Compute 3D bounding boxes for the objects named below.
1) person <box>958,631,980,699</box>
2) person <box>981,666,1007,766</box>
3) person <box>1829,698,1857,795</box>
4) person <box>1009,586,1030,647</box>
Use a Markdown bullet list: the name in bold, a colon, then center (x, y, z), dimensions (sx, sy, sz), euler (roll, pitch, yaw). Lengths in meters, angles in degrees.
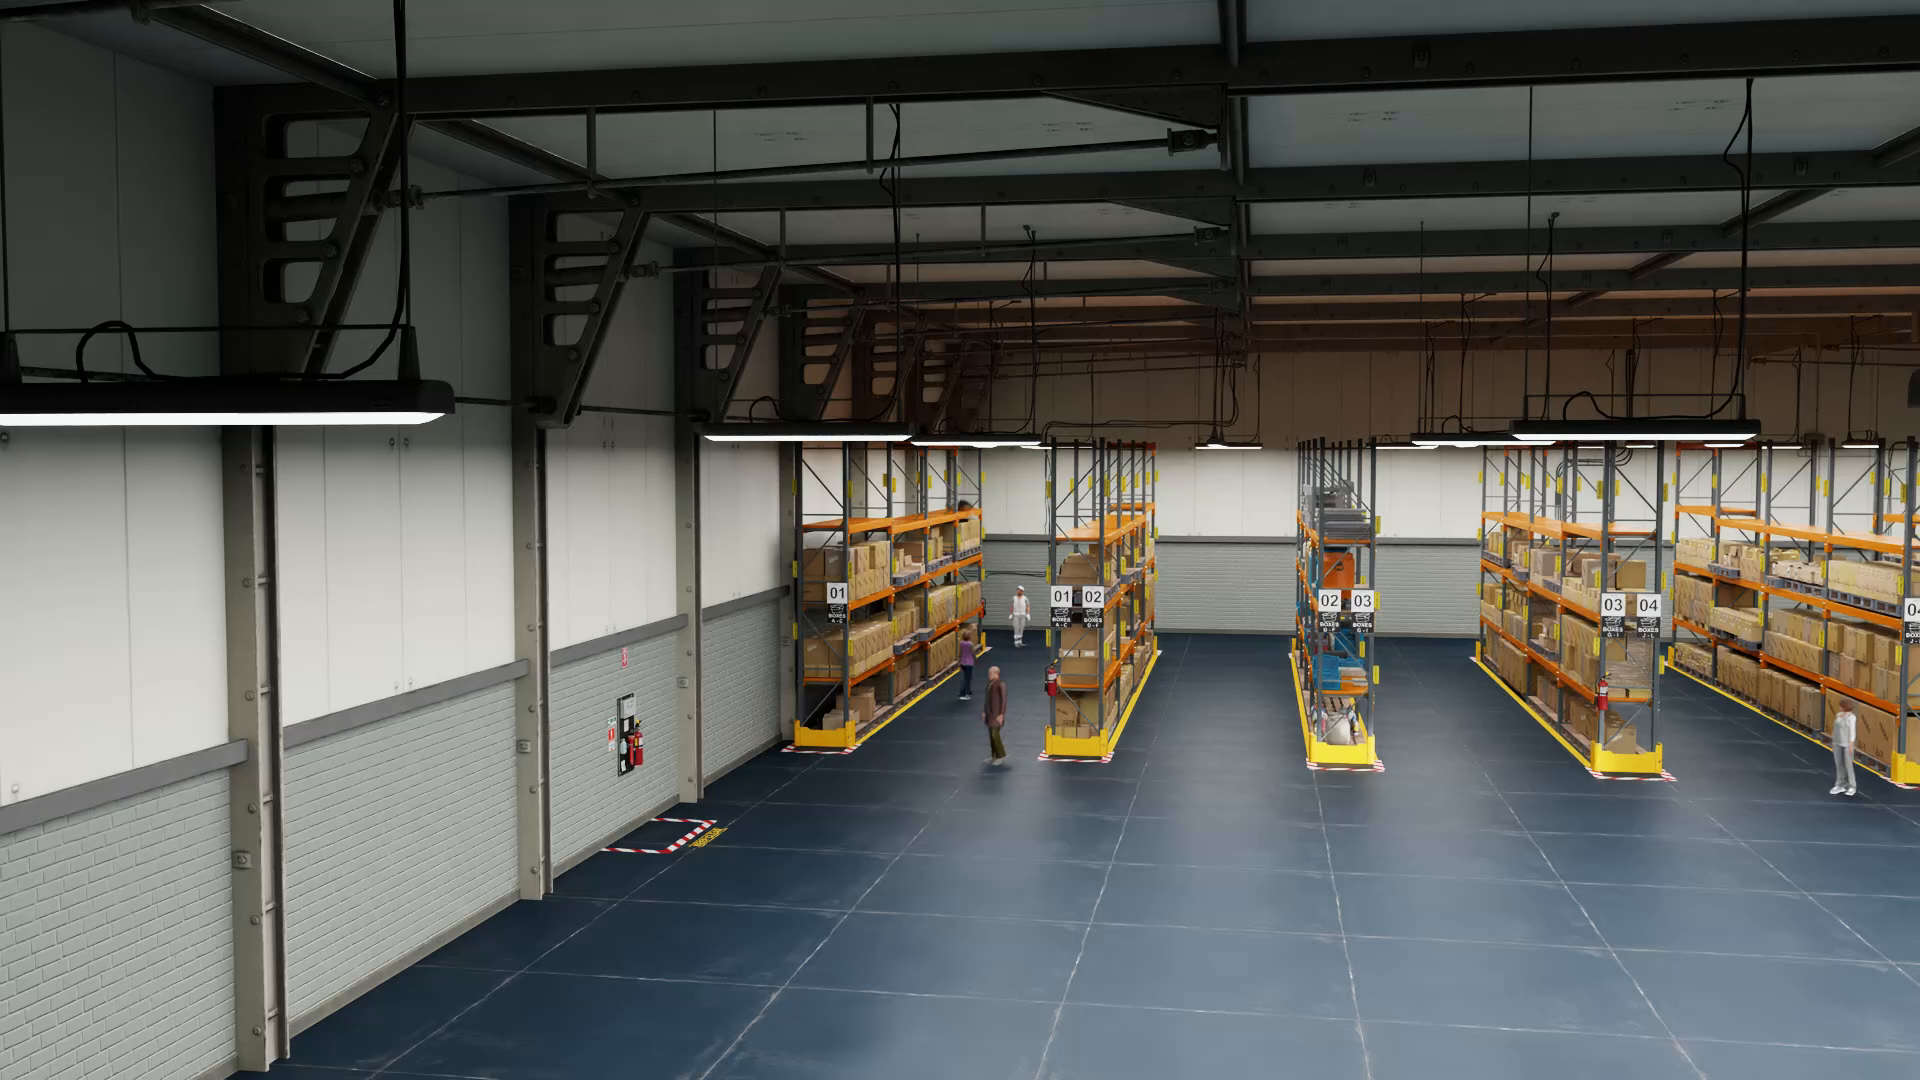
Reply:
- **person**: center (0.194, 2.914, 38.353), dimensions (0.581, 1.642, 0.419), euler (-3, 4, -41)
- **person**: center (0.639, 3.231, 30.534), dimensions (0.427, 1.814, 0.623), euler (-2, 3, -27)
- **person**: center (14.791, 3.451, 27.819), dimensions (0.353, 1.619, 0.432), euler (-1, 3, -19)
- **person**: center (1.757, 2.251, 48.852), dimensions (0.589, 1.780, 0.521), euler (-1, 3, -14)
